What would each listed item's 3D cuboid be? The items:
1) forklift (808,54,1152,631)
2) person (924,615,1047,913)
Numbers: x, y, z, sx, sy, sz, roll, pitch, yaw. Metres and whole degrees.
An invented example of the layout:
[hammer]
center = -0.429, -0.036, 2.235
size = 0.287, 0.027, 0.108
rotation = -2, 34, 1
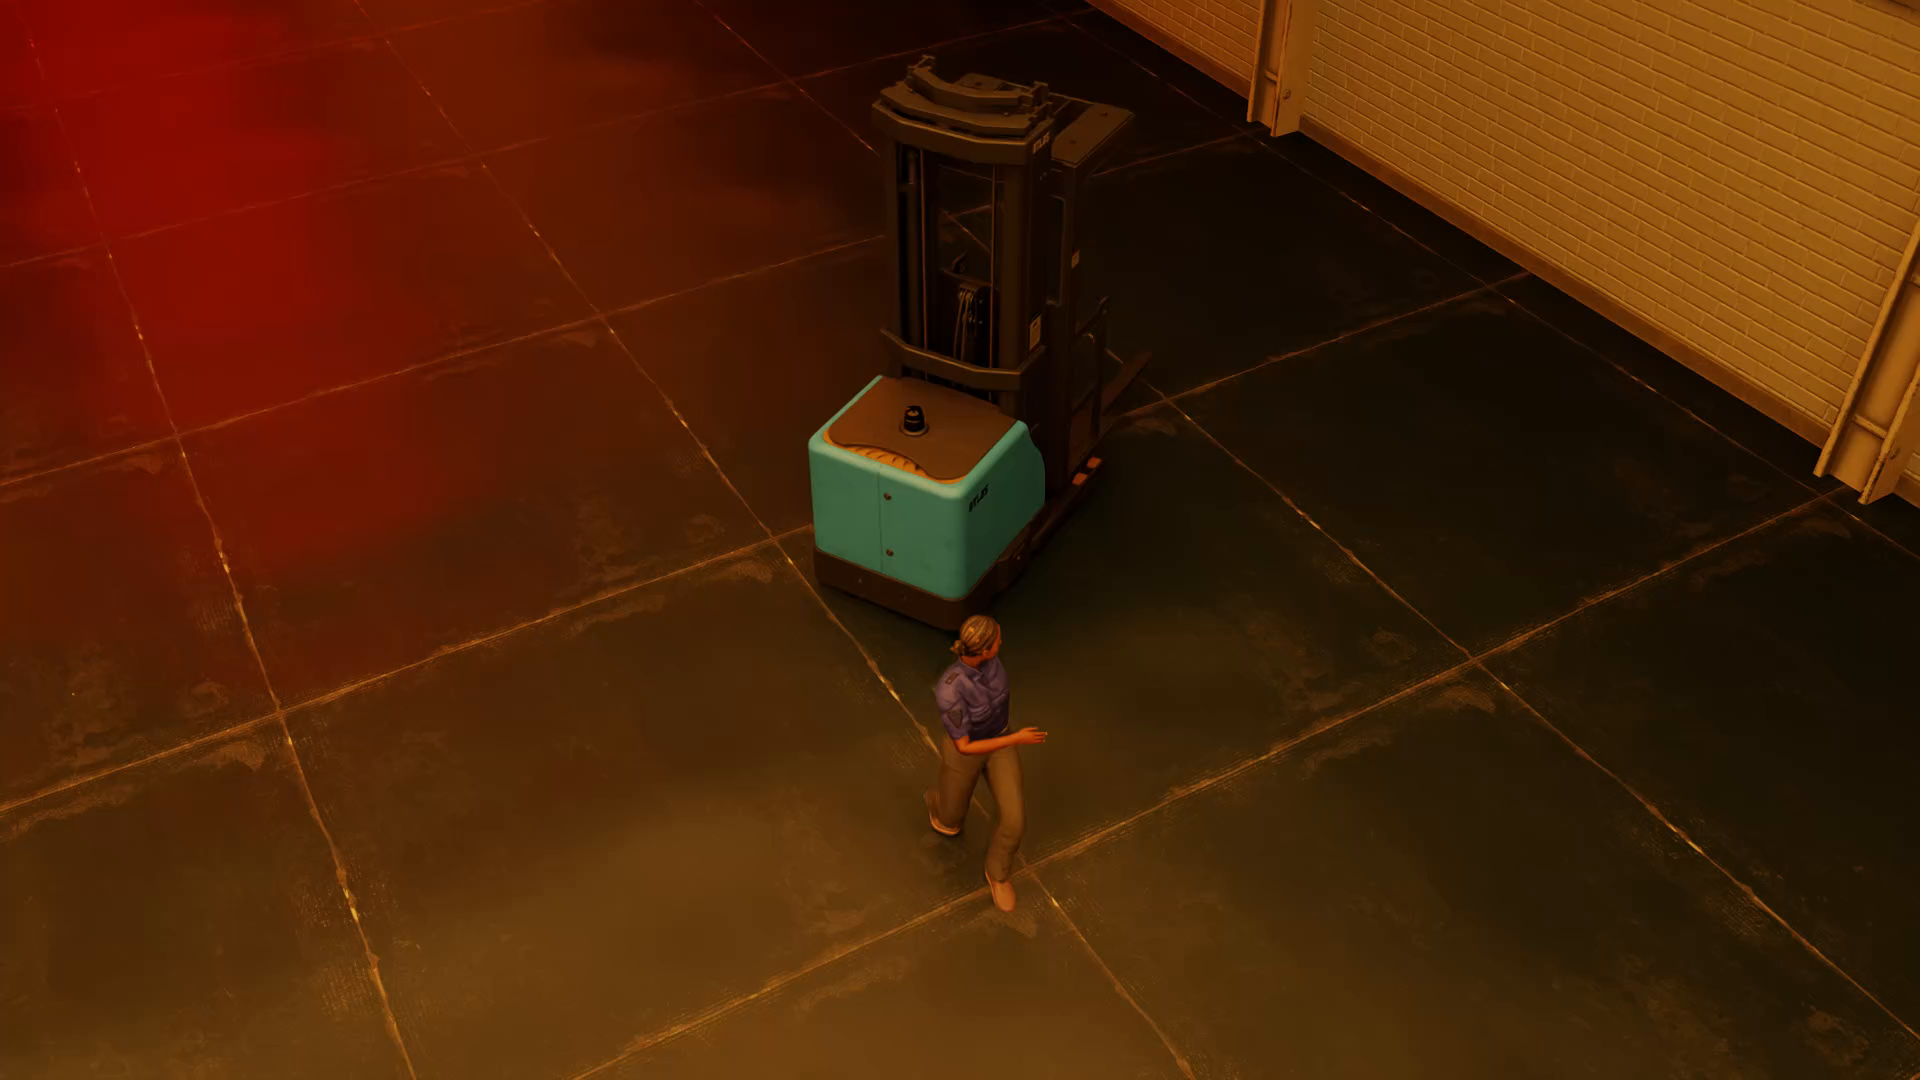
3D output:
[forklift]
center = 0.296, -1.526, 9.876
size = 1.130, 2.935, 3.031
rotation = 20, 44, 22
[person]
center = 0.086, 0.980, 7.949
size = 0.479, 1.582, 0.855
rotation = -21, 44, -24
